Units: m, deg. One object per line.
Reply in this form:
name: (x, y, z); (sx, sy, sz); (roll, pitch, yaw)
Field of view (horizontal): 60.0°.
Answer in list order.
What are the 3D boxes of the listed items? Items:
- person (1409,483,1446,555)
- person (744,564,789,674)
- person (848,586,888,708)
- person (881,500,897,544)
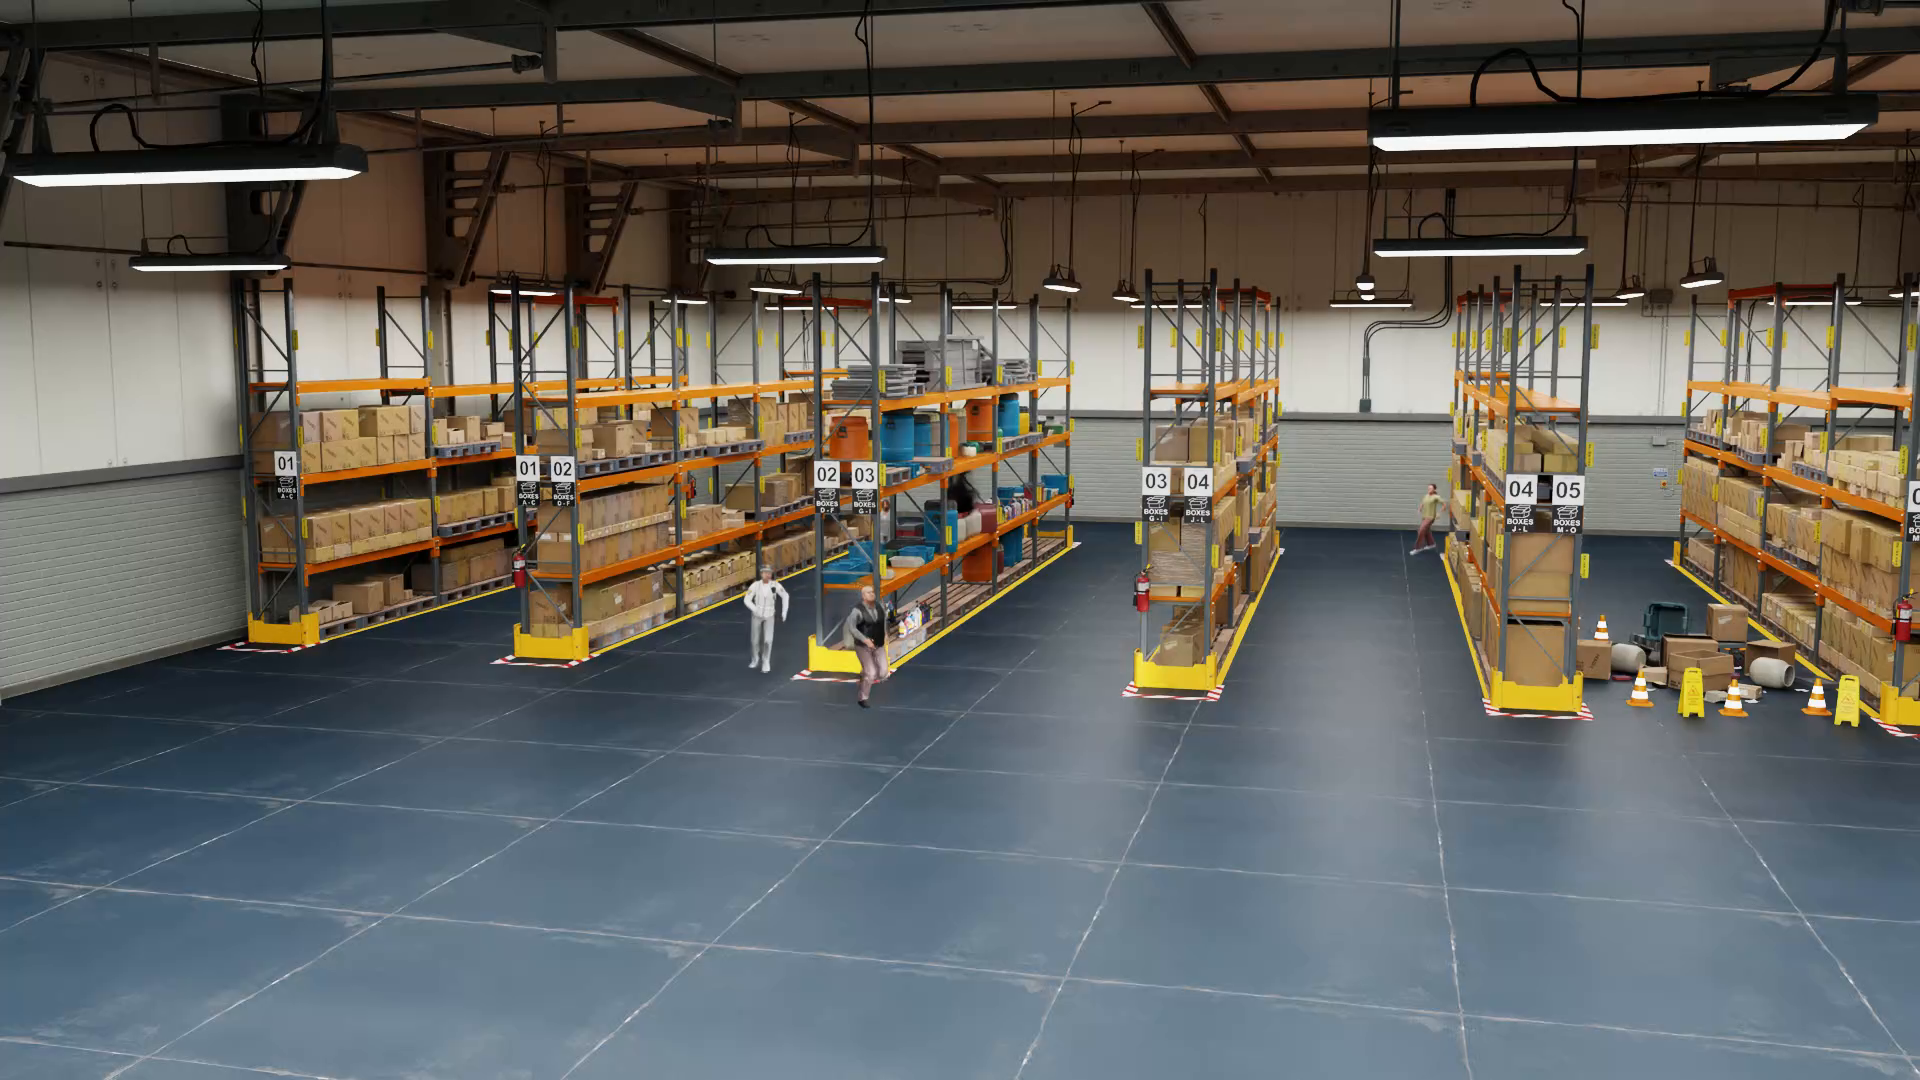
person: (11.003, -0.497, 39.041); (0.846, 1.683, 0.646); (-3, 8, -25)
person: (-2.925, 1.181, 25.113); (0.672, 1.685, 0.624); (0, 7, -4)
person: (-1.228, 1.457, 22.766); (0.680, 1.689, 0.645); (-5, 8, -35)
person: (-1.633, -0.094, 36.109); (0.529, 1.558, 0.534); (0, 7, -1)
